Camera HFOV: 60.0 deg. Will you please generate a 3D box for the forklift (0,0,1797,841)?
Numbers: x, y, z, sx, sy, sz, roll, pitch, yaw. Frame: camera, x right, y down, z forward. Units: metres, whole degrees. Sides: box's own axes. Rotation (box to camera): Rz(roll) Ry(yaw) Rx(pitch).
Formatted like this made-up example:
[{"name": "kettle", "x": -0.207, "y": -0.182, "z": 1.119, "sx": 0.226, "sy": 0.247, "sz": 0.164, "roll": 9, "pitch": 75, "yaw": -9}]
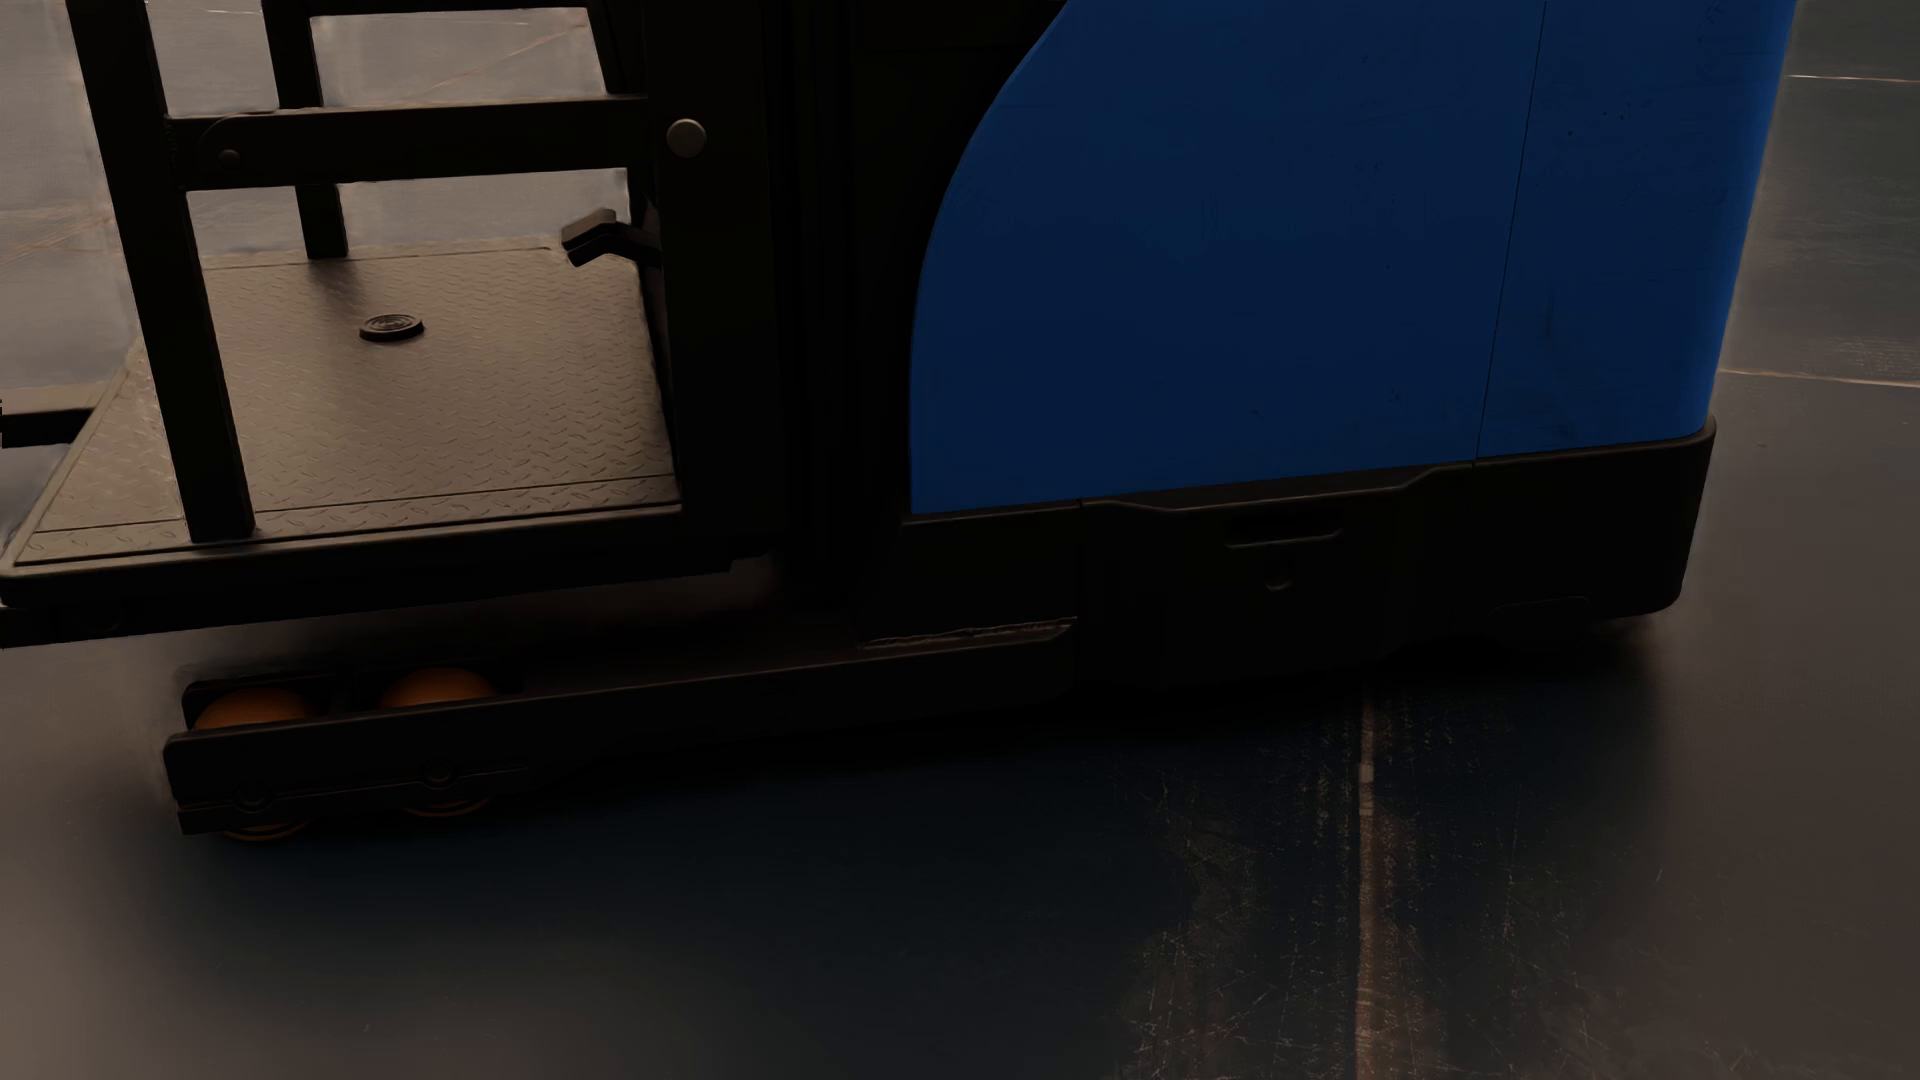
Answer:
[{"name": "forklift", "x": -0.610, "y": -1.237, "z": 1.698, "sx": 3.031, "sy": 2.935, "sz": 1.130, "roll": -6, "pitch": 27, "yaw": -11}]
